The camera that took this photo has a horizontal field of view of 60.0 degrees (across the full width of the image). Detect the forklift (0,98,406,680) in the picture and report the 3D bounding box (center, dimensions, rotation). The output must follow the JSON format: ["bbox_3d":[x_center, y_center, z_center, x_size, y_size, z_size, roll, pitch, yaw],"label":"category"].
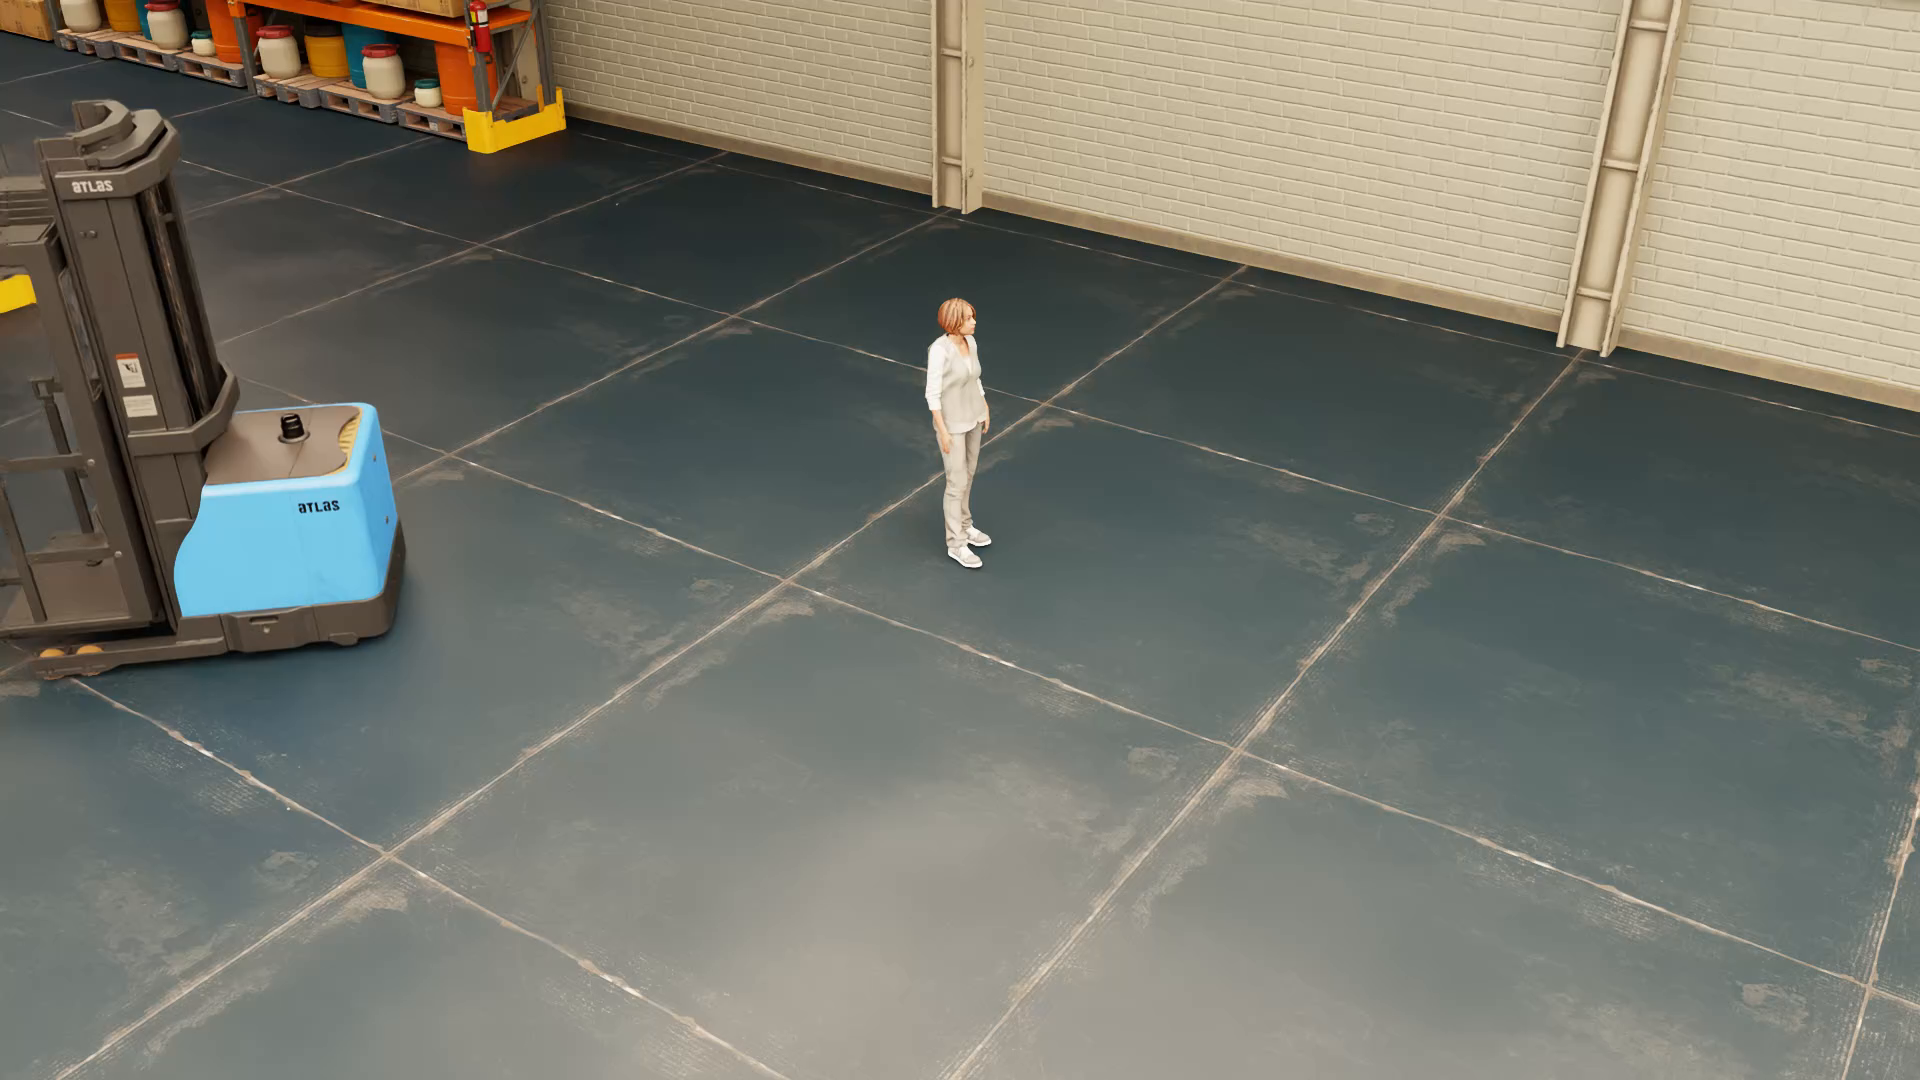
[{"bbox_3d":[-4.818,-0.785,8.933,3.031,2.935,1.130,-5,31,-9],"label":"forklift"}]

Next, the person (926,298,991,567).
[{"bbox_3d":[0.053,-0.671,10.050,0.475,1.597,0.520,19,35,29],"label":"person"}]
